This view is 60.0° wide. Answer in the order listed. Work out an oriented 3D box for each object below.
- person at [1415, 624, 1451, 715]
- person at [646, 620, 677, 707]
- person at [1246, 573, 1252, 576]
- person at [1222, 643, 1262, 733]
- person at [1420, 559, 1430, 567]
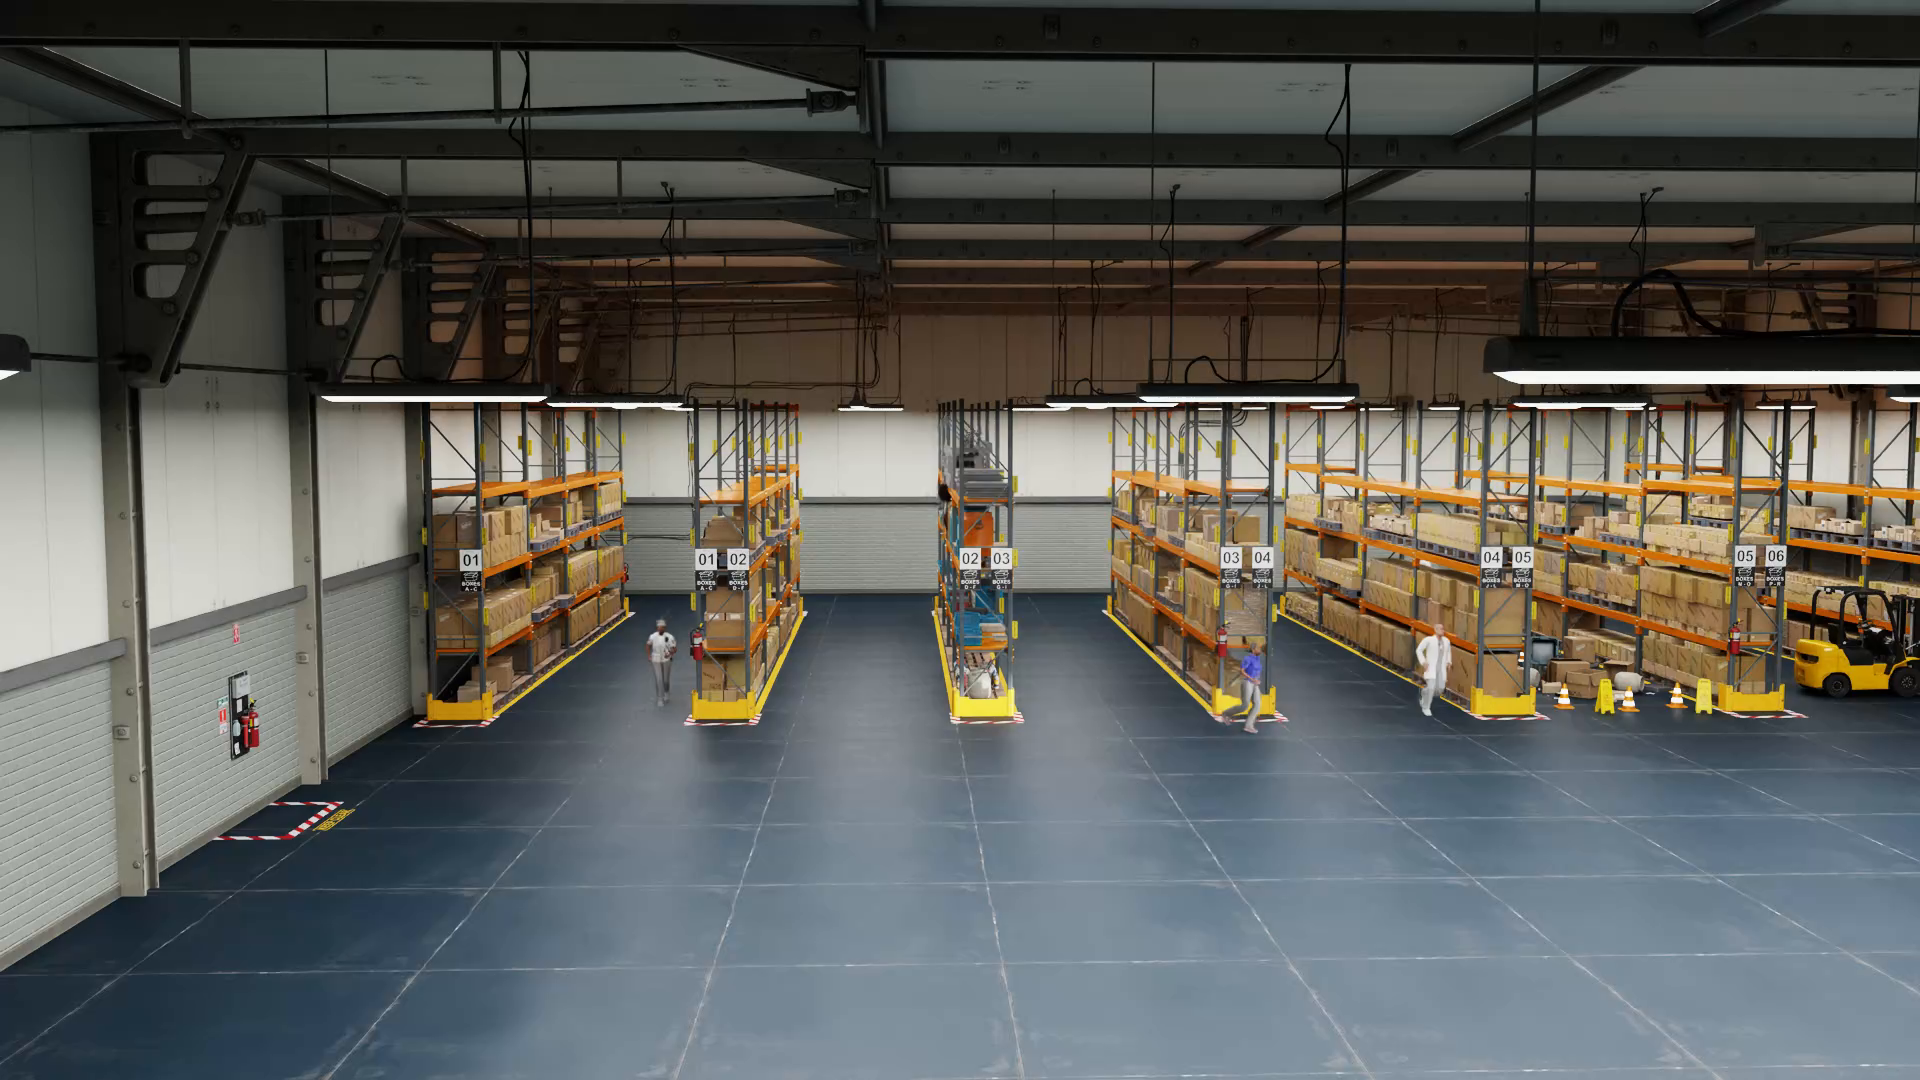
[{"bbox_3d":[9.083,2.462,31.857,0.766,1.723,0.614,-1,4,-15],"label":"person"},{"bbox_3d":[-5.875,2.392,32.715,0.597,1.689,0.809,-1,4,-9],"label":"person"},{"bbox_3d":[7.995,1.207,47.629,0.753,1.765,0.919,2,5,23],"label":"person"},{"bbox_3d":[5.212,2.650,30.150,0.768,1.588,0.620,4,6,40],"label":"person"},{"bbox_3d":[13.623,1.119,49.296,0.671,1.765,0.758,0,4,6],"label":"person"}]
